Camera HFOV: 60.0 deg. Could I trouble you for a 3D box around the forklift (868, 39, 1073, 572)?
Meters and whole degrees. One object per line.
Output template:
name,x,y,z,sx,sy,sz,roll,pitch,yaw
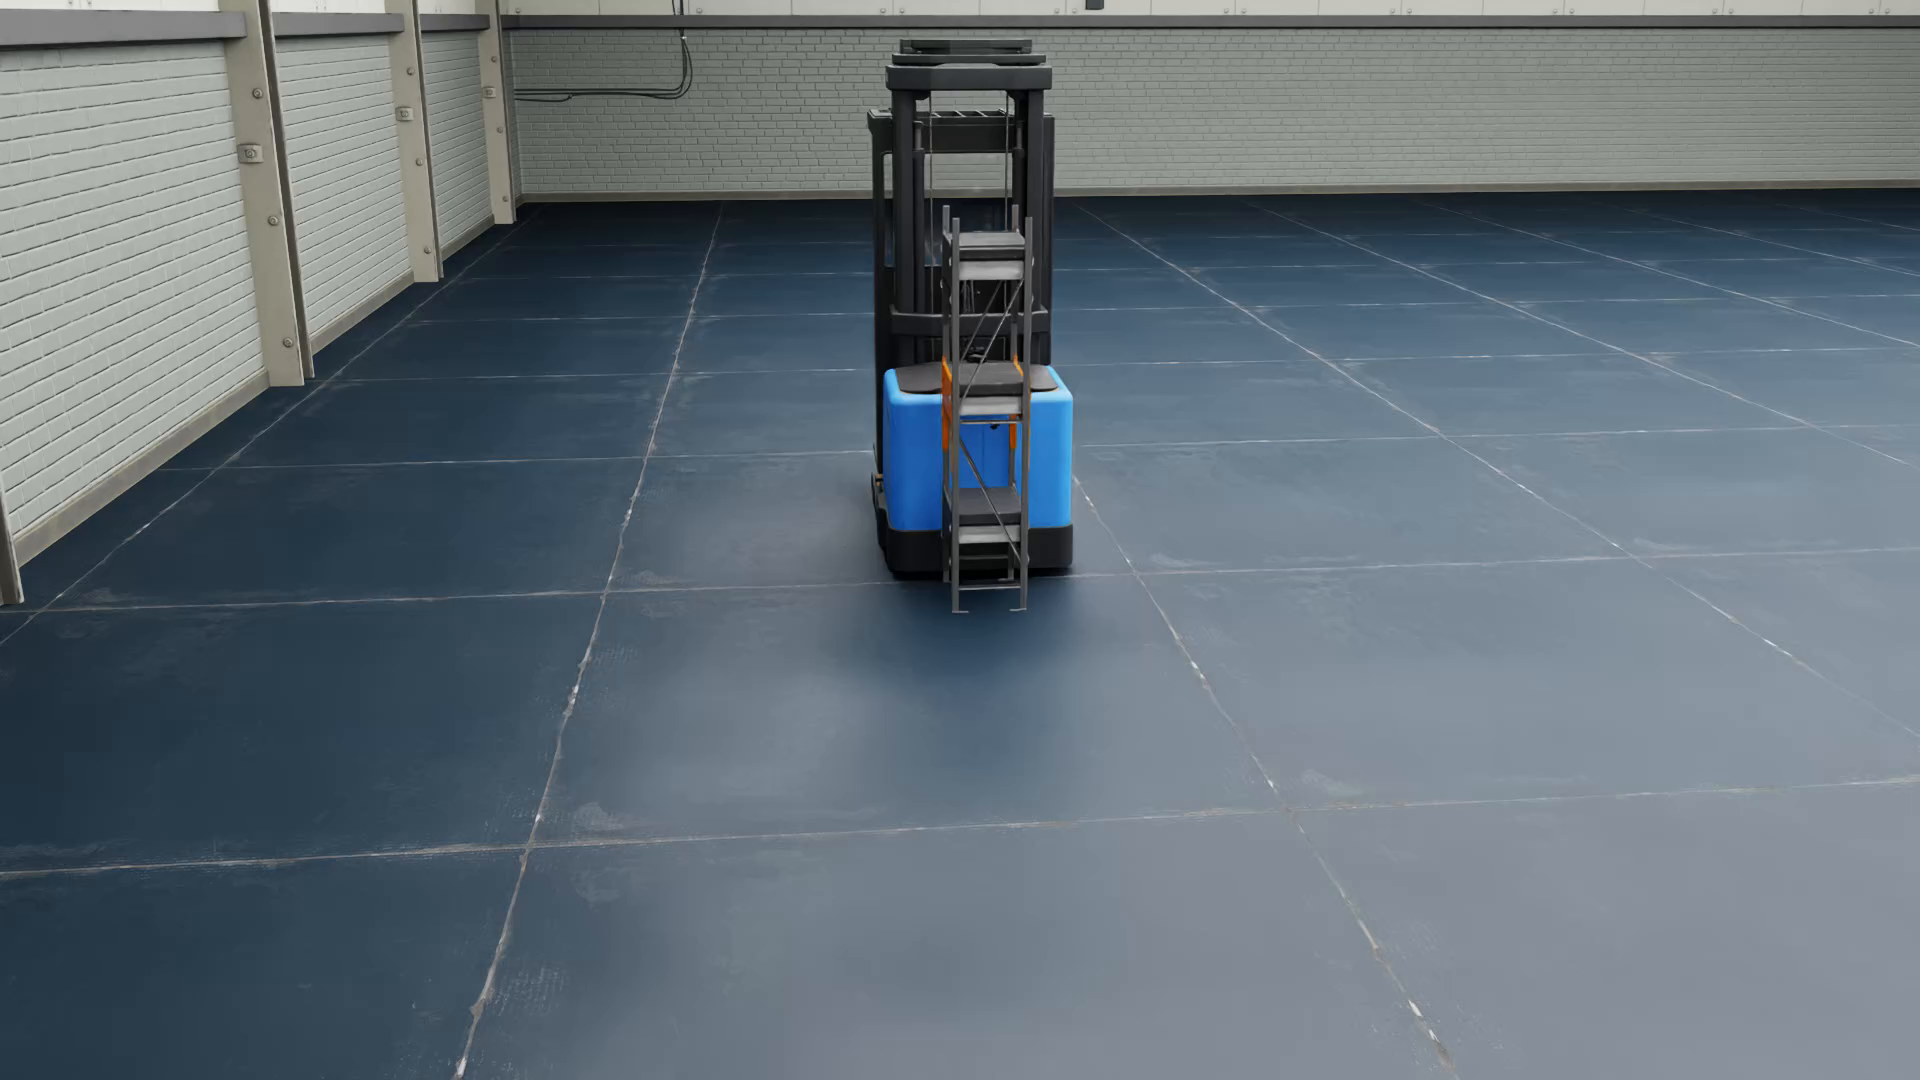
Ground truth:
forklift,-0.002,-1.613,10.422,1.130,2.935,3.031,-2,17,-5

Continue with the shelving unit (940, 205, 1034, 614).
shelving unit,0.133,-0.683,8.831,0.431,2.100,0.503,-2,19,-6

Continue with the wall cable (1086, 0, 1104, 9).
wall cable,3.333,-12.093,27.996,2.305,6.003,0.169,-2,18,-6

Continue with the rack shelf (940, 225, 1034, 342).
rack shelf,0.134,-1.334,8.612,0.431,0.518,0.480,-2,19,-6

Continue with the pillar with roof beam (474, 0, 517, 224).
pillar with roof beam,-2.841,-9.396,25.084,9.100,9.000,0.400,-2,18,-6

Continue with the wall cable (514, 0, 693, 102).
wall cable,-6.112,-8.701,28.051,3.097,2.526,0.112,-2,18,-6

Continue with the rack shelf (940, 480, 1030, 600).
rack shelf,0.131,-0.007,9.059,0.431,0.518,0.480,-2,19,-6

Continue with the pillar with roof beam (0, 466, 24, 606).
pillar with roof beam,-0.984,-4.034,8.002,9.100,9.000,0.400,-2,18,-6

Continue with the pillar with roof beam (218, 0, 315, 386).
pillar with roof beam,-1.603,-5.821,13.696,9.100,9.000,0.400,-2,18,-6

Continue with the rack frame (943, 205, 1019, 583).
rack frame,0.106,-0.761,9.061,0.400,2.100,0.015,-2,19,-6

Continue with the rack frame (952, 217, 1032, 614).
rack frame,0.159,-0.606,8.601,0.400,2.100,0.015,-2,19,-6

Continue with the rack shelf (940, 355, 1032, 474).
rack shelf,0.133,-0.671,8.835,0.431,0.518,0.480,-2,19,-6

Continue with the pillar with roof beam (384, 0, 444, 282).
pillar with roof beam,-2.222,-7.609,19.390,9.100,9.000,0.400,-2,18,-6
